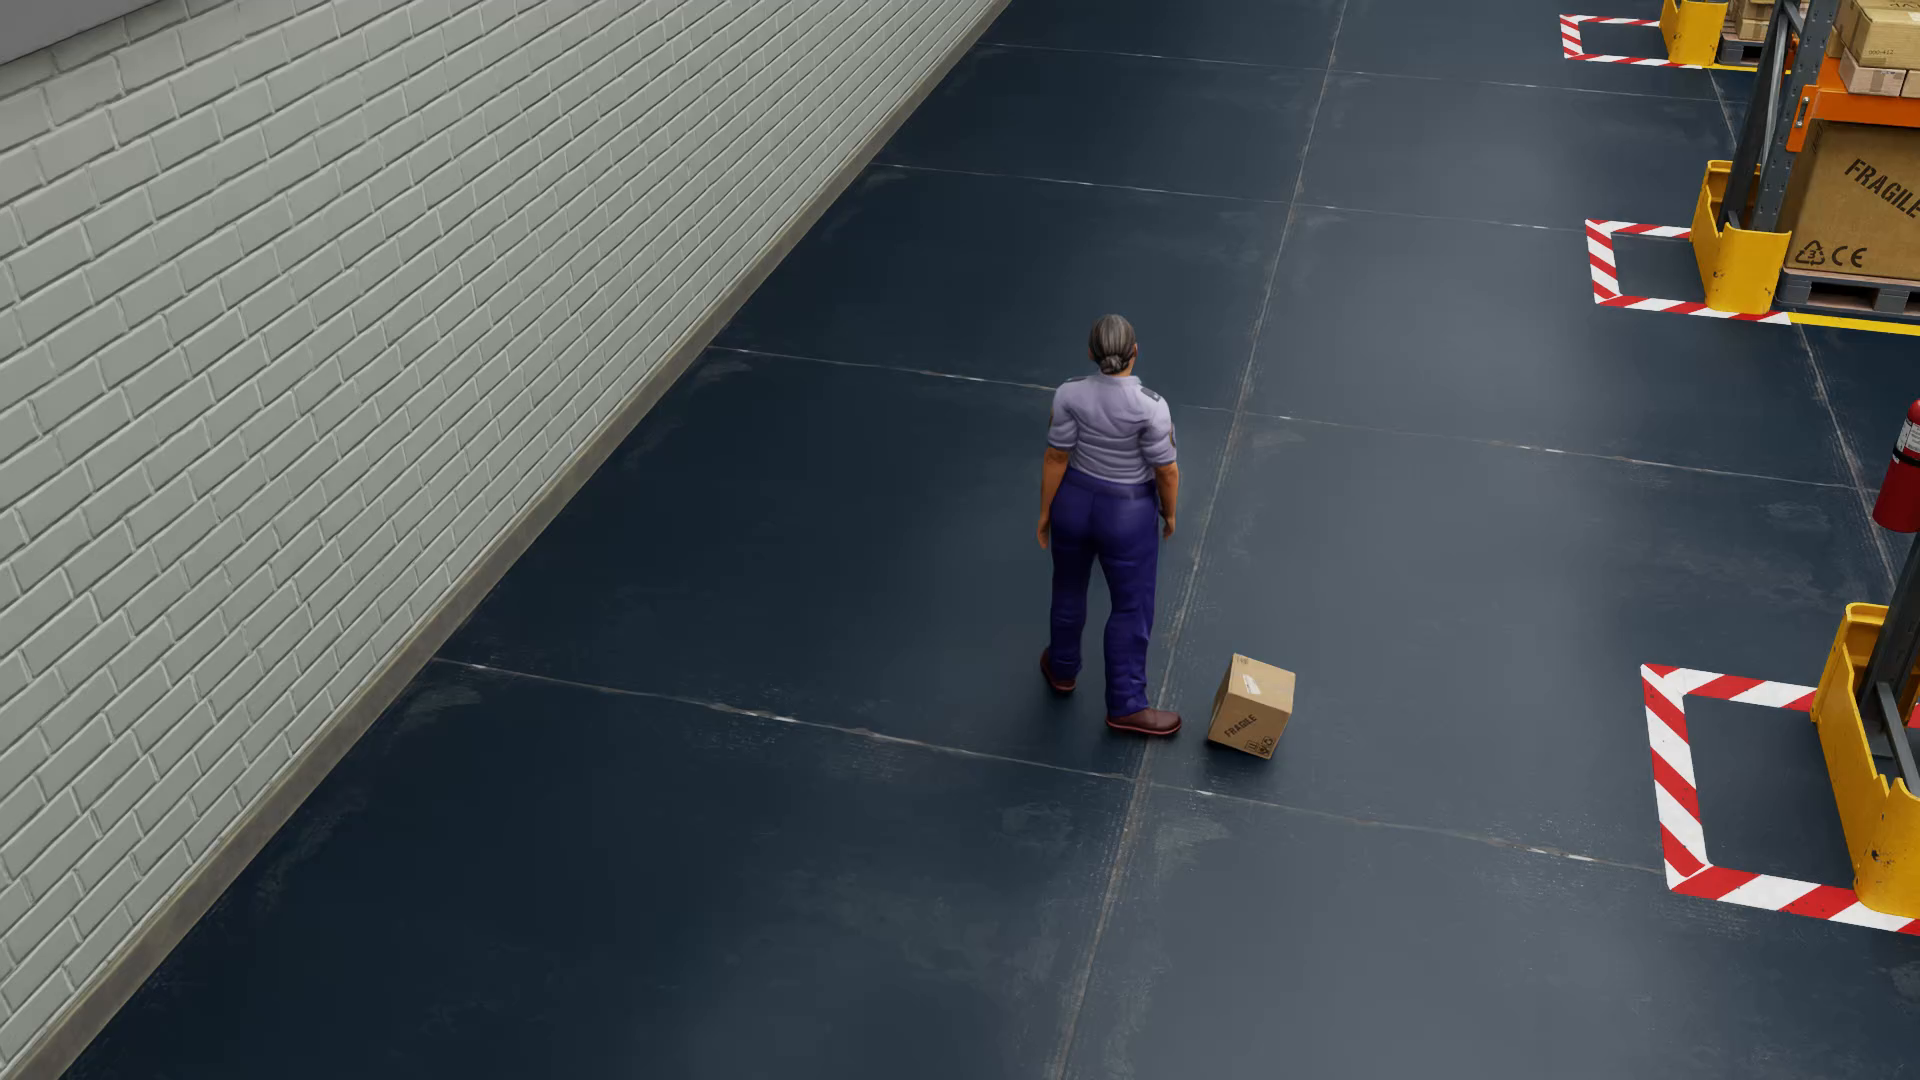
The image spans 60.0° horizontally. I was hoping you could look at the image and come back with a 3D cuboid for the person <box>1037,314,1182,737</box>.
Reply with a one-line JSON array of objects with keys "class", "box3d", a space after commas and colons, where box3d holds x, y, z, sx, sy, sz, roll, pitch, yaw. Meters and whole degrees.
[{"class": "person", "box3d": [0.590, -0.054, 6.227, 0.678, 1.652, 0.446, 15, 36, 21]}]
